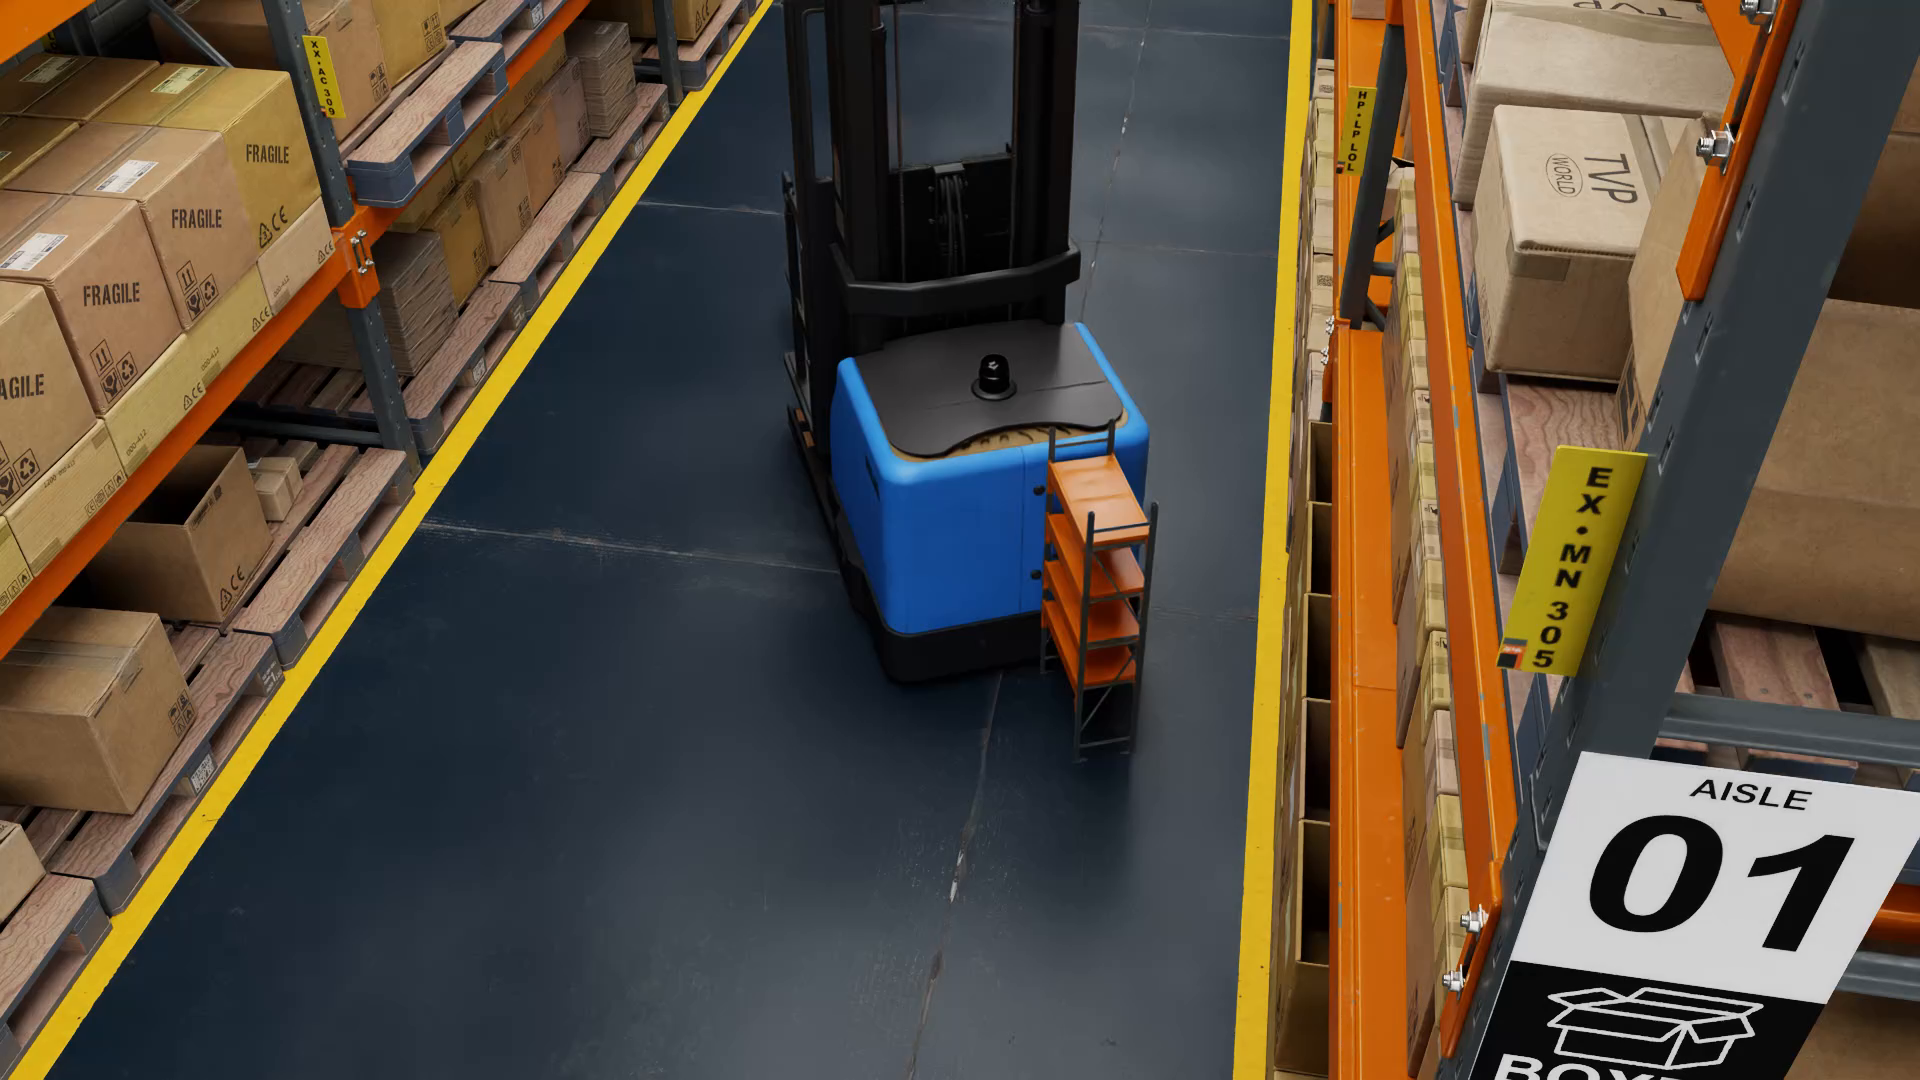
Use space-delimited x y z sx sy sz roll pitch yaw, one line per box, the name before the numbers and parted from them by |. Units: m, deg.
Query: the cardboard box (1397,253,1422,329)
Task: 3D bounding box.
cardboard box | 1.588 -0.766 5.235 0.380 0.149 0.250 5 40 7

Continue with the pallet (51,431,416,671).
pallet | -3.050 0.012 7.070 1.003 0.211 1.213 6 40 8

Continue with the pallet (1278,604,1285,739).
pallet | 1.732 0.625 6.329 1.003 0.211 1.213 6 40 8

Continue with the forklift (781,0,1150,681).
forklift | -0.175 -1.527 6.796 1.130 2.935 3.031 -10 41 -12

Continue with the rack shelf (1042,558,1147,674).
rack shelf | 0.486 0.256 6.104 0.258 0.148 0.480 -8 40 -10

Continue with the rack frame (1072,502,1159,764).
rack frame | 0.540 0.356 5.878 0.240 1.200 0.015 -8 40 -10

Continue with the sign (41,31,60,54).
sign | -3.516 -1.994 6.398 0.100 0.325 0.005 6 40 8

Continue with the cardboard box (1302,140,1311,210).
cardboard box | 2.138 -1.945 9.077 0.500 0.250 0.500 5 40 6

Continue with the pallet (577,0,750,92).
pallet | -2.065 -3.410 11.209 1.003 0.211 1.213 6 40 8

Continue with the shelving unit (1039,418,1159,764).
shelving unit | 0.486 0.205 6.061 0.258 1.200 0.503 -8 40 -10

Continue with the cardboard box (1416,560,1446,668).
cardboard box | 1.320 0.204 4.062 0.380 0.149 0.250 7 40 9

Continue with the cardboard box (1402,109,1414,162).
cardboard box | 2.151 -1.794 6.987 0.500 0.500 0.500 9 40 11

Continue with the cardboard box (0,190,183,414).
cardboard box | -2.924 -0.768 5.338 0.500 0.500 0.500 5 40 6

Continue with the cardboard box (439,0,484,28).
cardboard box | -2.660 -2.779 7.833 0.700 0.500 0.500 12 41 14

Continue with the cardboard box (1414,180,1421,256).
cardboard box | 1.841 -1.204 5.255 0.700 0.500 0.500 7 40 8

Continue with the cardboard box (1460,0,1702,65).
cardboard box | 1.502 -1.336 3.638 0.797 0.503 0.637 11 41 13

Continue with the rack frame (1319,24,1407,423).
rack frame | 1.911 -0.944 6.038 1.000 3.000 0.127 6 40 8

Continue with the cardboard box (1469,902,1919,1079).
cardboard box | 1.322 0.703 2.950 0.700 0.500 0.500 7 40 8

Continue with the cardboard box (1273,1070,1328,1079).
cardboard box | 1.096 1.779 4.572 0.500 0.250 0.500 6 40 8

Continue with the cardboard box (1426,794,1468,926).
cardboard box | 1.186 0.692 3.472 0.380 0.149 0.250 6 40 7

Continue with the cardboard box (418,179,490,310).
cardboard box | -2.817 -1.488 8.312 0.700 0.500 0.500 6 40 7

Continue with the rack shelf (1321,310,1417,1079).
rack shelf | 1.565 0.588 4.749 1.077 0.370 4.000 6 40 8

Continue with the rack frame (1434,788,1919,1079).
rack frame | 1.219 1.566 3.002 1.000 3.000 0.127 6 40 8

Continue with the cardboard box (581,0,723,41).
cardboard box | -2.020 -3.779 10.824 0.750 0.750 0.750 6 40 7

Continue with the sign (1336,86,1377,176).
sign | 1.375 -1.414 5.760 0.100 0.325 0.005 6 40 8

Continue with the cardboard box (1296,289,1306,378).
cardboard box | 1.875 -0.977 7.906 0.500 0.250 0.500 7 40 9

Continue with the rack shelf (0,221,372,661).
rack shelf | -3.314 0.044 5.407 1.077 0.370 4.000 6 40 8

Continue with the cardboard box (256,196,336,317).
cardboard box | -2.752 -1.108 6.338 0.500 0.250 0.500 6 40 8

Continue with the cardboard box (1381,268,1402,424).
cardboard box | 1.841 -0.704 5.669 0.700 0.500 0.500 5 40 7

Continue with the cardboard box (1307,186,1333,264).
cardboard box | 1.962 -1.504 8.103 0.500 0.311 0.500 6 40 7

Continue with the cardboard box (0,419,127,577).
cardboard box | -3.004 -0.163 5.195 0.500 0.250 0.500 7 40 8

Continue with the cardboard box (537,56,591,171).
cardboard box | -2.553 -2.437 9.460 0.700 0.500 0.500 6 40 8

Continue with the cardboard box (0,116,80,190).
cardboard box | -3.349 -1.131 5.778 0.500 0.500 0.500 6 40 7

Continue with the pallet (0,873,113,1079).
pallet | -3.472 1.543 5.218 1.003 0.211 1.213 6 40 8

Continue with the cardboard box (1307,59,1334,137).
cardboard box | 2.224 -2.477 9.280 0.500 0.311 0.500 8 40 9

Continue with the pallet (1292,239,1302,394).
pallet | 2.209 -1.104 8.420 1.003 0.211 1.213 6 40 8

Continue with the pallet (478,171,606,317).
pallet | -2.626 -1.670 9.105 1.003 0.211 1.213 6 40 8

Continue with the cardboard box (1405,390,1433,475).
cardboard box | 1.455 -0.277 4.643 0.380 0.149 0.250 5 40 6

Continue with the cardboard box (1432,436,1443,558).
cardboard box | 1.580 -0.259 4.113 0.700 0.500 0.500 6 40 8

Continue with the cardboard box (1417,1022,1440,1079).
cardboard box | 1.313 1.236 3.323 0.700 0.500 0.500 6 40 8

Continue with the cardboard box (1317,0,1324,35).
cardboard box | 2.624 -3.599 10.865 0.500 0.500 0.500 5 40 6

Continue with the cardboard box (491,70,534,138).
cardboard box | -2.594 -2.362 8.781 0.500 0.250 0.500 6 40 7

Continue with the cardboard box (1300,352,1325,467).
cardboard box | 1.699 -0.549 6.948 0.500 0.311 0.500 6 40 8

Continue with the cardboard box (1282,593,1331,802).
cardboard box | 1.350 0.548 5.472 0.500 0.500 0.500 6 40 8

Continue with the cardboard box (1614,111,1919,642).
cardboard box | 1.323 -0.206 2.271 0.797 0.503 0.637 9 40 11

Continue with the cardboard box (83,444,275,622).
cardboard box | -3.108 -0.039 6.559 0.500 0.500 0.500 4 40 4

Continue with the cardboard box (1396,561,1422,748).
cardboard box | 1.578 0.264 4.498 0.700 0.500 0.500 8 40 9

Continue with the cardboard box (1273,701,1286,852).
cardboard box | 1.349 0.837 5.711 0.500 0.250 0.500 6 40 8
